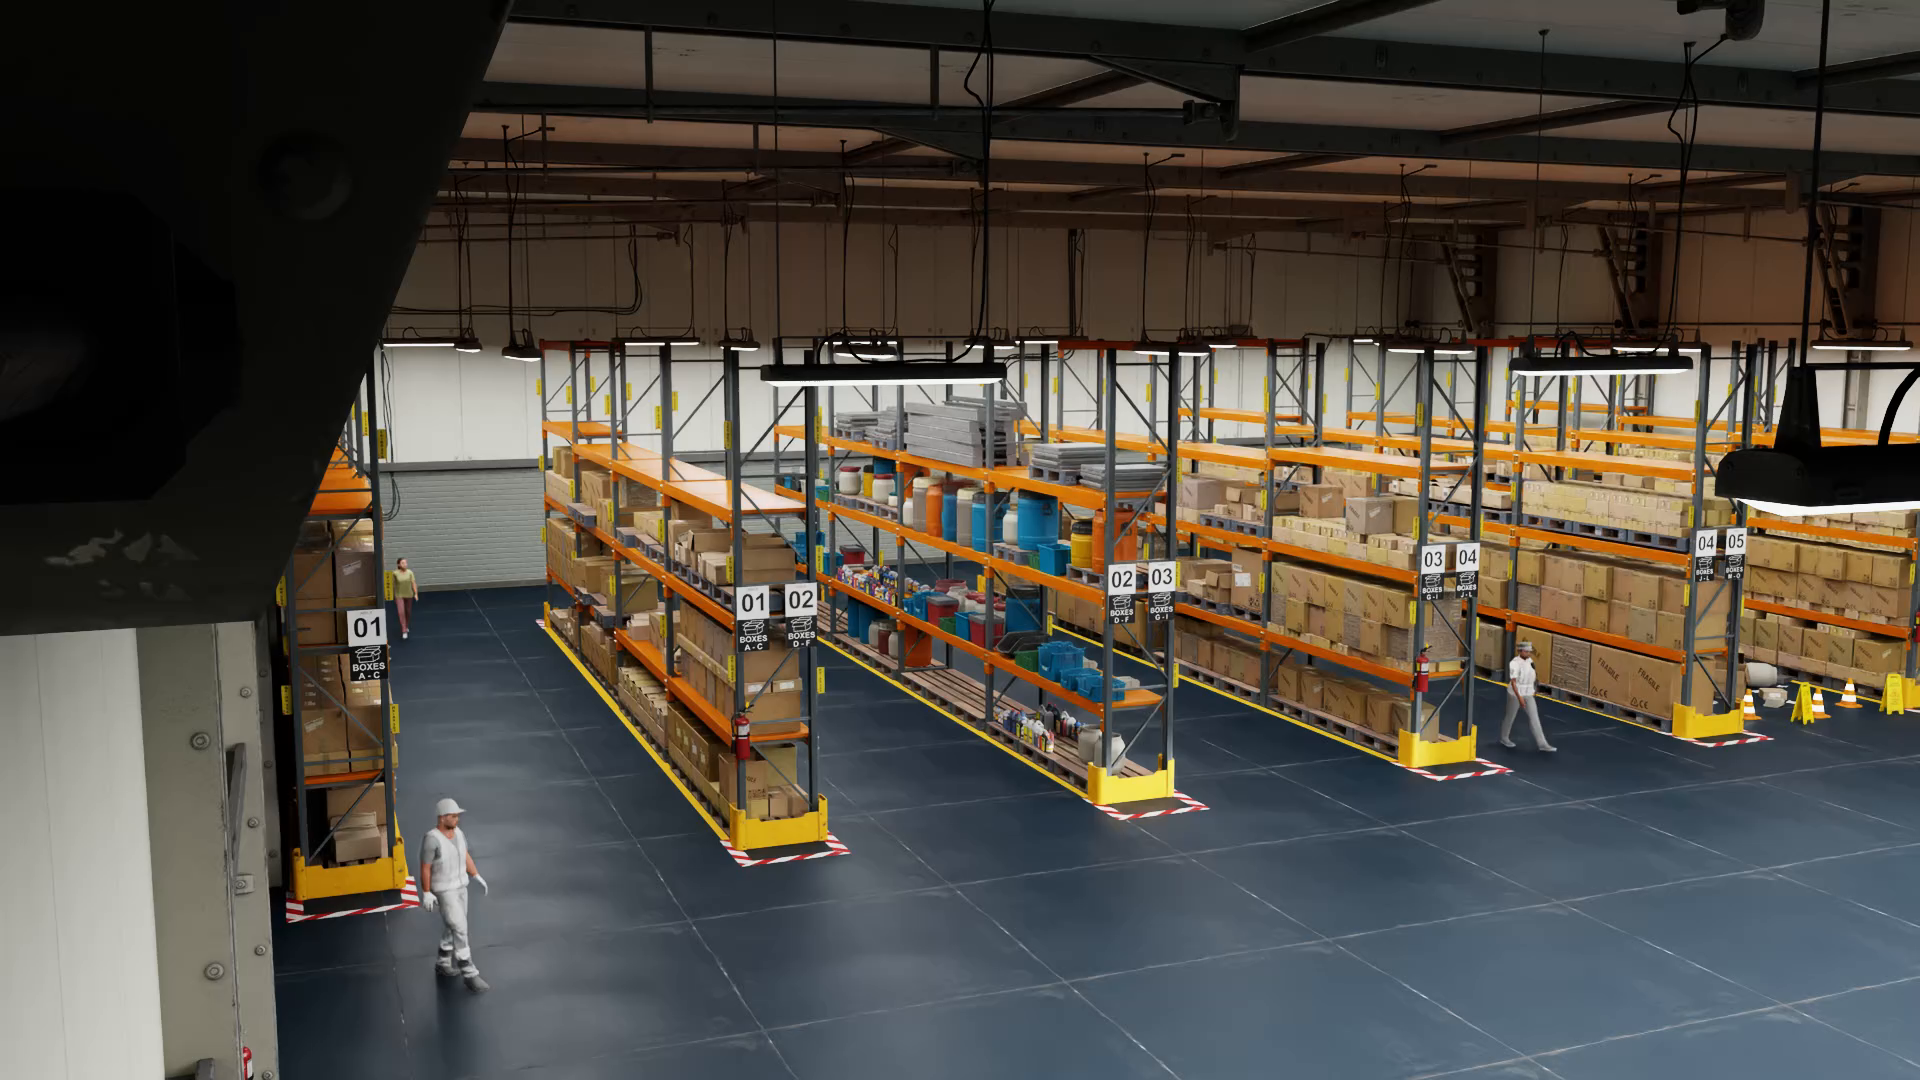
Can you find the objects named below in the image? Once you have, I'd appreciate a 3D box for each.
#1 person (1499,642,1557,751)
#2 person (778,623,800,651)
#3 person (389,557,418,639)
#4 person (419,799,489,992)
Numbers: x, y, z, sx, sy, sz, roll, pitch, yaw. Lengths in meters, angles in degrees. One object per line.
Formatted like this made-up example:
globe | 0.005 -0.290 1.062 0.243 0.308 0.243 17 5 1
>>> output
person | 8.368 2.309 24.571 0.481 1.632 0.956 -3 8 -19
person | -3.095 1.565 30.343 0.706 1.668 0.695 -1 8 -10
person | -11.245 1.148 33.622 0.509 1.595 1.072 -4 9 -30
person | -4.803 3.390 16.018 0.795 1.790 0.559 3 8 20
